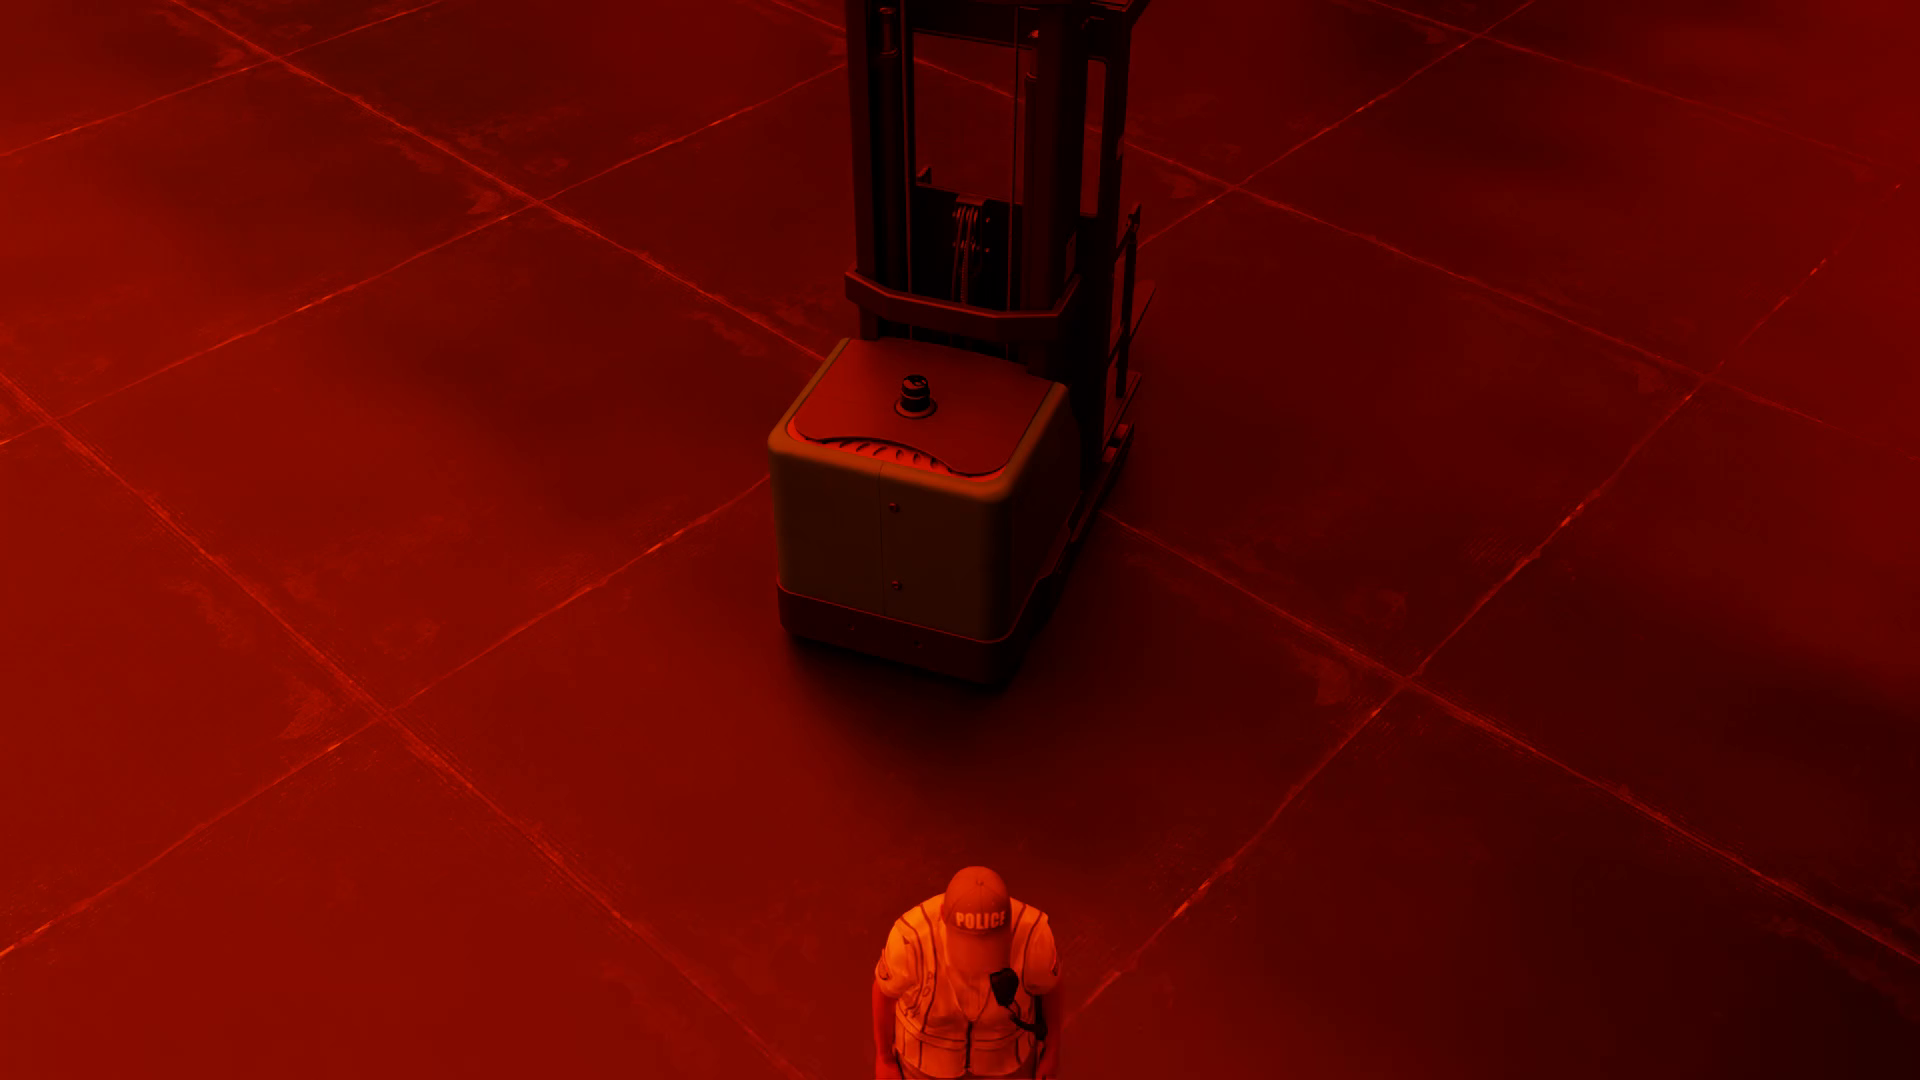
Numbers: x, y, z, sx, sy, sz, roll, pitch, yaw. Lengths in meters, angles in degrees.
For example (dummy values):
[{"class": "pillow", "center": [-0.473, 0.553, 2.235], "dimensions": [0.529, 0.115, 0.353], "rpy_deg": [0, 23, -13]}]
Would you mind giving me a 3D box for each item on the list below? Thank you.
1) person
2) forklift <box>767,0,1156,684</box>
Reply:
[{"class": "person", "center": [0.007, 1.449, 4.711], "dimensions": [0.564, 1.667, 0.463], "rpy_deg": [-1, 41, -1]}, {"class": "forklift", "center": [0.211, -1.484, 7.158], "dimensions": [1.130, 2.935, 3.031], "rpy_deg": [14, 42, 15]}]
